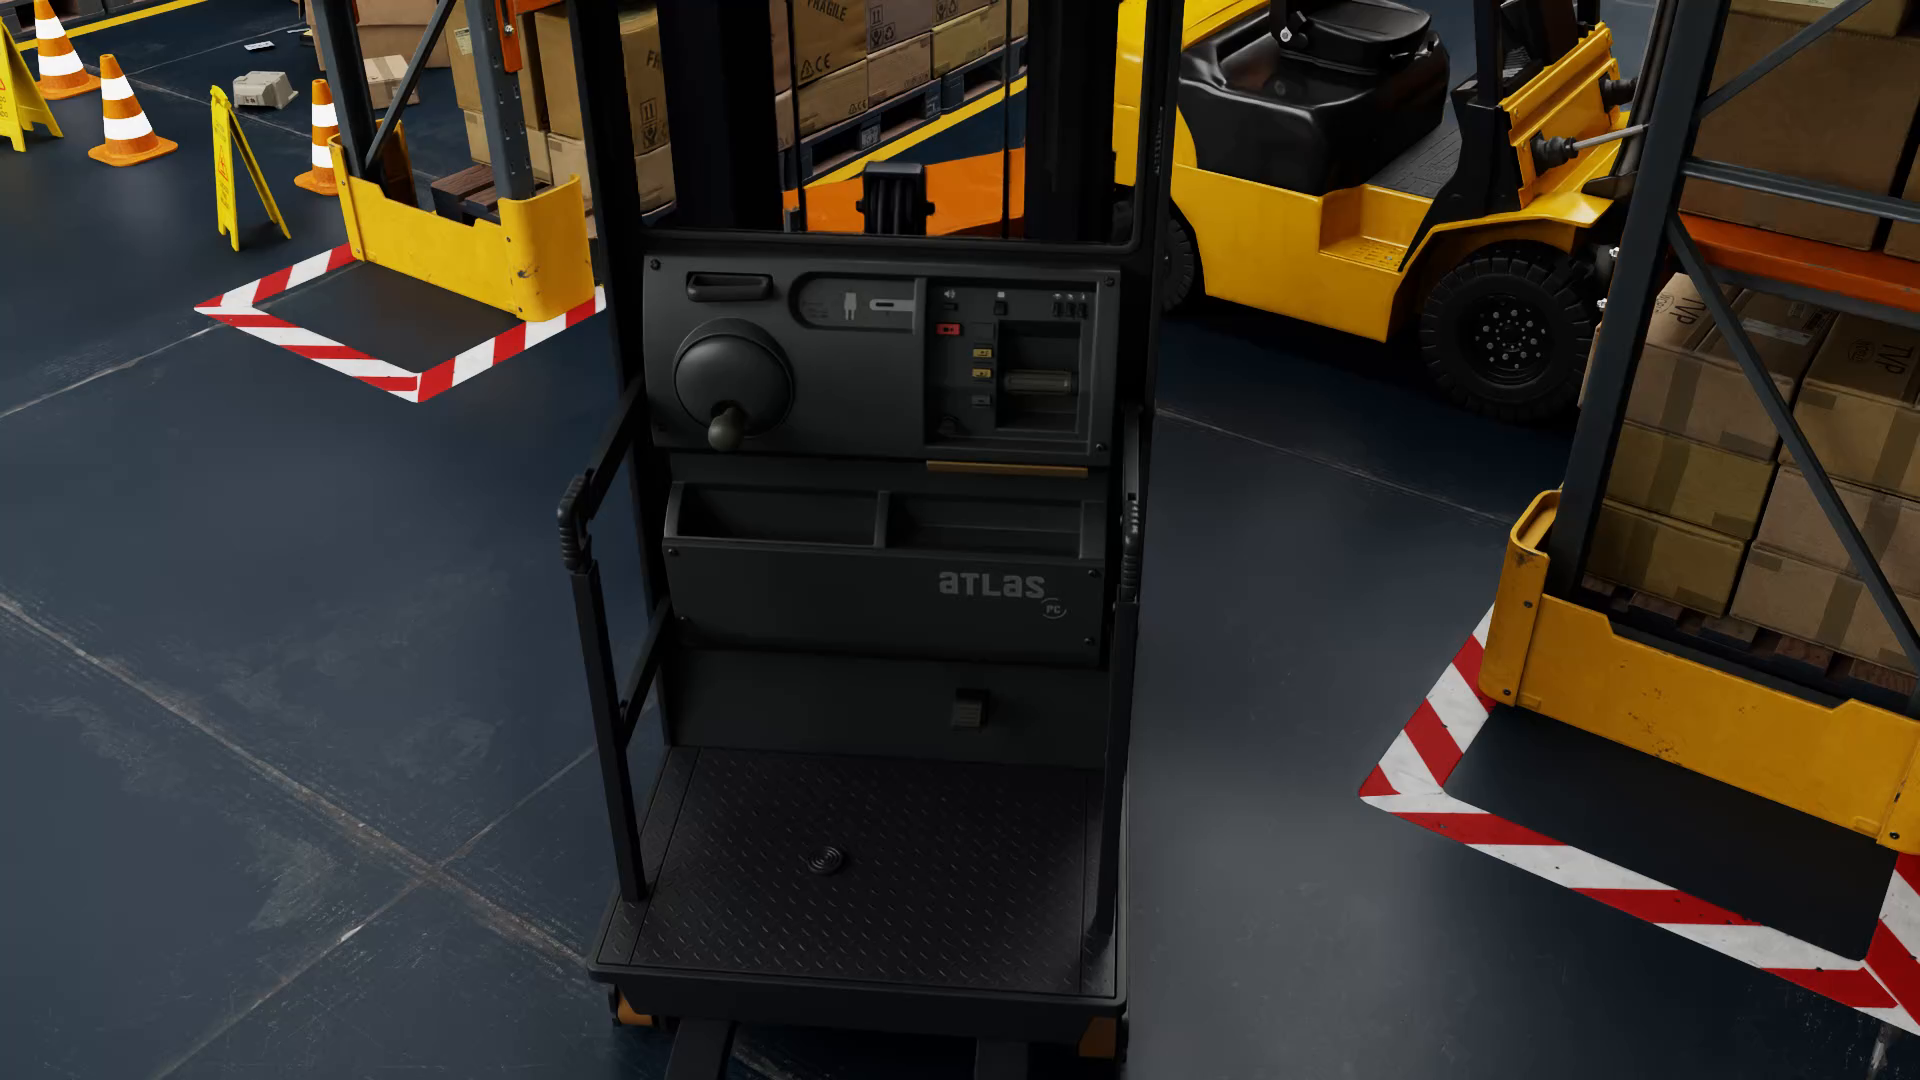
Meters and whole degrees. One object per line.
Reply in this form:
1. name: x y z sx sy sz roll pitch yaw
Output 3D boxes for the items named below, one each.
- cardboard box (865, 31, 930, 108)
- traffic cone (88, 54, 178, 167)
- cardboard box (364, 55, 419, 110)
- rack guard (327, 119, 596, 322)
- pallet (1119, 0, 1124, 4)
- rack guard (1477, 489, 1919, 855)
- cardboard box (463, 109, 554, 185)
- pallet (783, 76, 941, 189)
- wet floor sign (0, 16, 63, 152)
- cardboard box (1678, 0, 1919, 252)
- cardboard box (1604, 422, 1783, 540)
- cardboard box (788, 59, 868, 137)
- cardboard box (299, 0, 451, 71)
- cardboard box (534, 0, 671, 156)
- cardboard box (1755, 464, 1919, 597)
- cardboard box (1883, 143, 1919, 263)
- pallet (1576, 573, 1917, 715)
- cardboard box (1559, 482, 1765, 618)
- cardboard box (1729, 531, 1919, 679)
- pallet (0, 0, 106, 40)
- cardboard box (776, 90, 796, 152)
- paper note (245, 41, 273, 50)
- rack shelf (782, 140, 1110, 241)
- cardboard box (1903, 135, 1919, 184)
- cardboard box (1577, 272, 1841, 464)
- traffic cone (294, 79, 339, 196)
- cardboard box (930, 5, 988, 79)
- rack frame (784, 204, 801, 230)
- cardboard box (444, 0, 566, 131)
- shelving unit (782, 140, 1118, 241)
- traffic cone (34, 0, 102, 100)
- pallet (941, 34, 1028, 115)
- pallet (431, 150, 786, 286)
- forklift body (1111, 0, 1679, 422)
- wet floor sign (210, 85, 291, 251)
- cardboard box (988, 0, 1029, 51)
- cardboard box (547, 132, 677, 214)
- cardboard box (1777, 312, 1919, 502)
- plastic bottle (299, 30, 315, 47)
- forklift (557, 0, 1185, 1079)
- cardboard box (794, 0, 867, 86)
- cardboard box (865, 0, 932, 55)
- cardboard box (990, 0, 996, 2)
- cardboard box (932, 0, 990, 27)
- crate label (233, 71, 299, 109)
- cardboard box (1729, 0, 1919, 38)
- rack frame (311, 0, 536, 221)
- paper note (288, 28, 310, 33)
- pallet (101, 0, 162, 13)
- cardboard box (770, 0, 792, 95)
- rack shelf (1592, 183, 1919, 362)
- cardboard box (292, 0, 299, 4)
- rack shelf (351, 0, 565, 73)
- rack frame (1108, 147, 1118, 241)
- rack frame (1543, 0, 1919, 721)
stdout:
1. cardboard box: -0.491 -2.348 8.124 0.500 0.250 0.500 22 40 29
2. traffic cone: -3.987 -2.068 7.895 0.336 0.463 0.334 21 39 28
3. cardboard box: -2.979 -2.378 8.633 0.250 0.149 0.380 -15 37 -21
4. rack guard: -2.023 -1.310 6.741 1.175 0.500 0.348 21 39 28
5. pallet: 0.657 -3.355 10.023 1.003 0.211 1.213 21 39 28
6. rack guard: 1.999 0.320 4.331 1.175 0.500 0.348 21 39 28
7. cardboard box: -1.813 -1.815 7.335 0.500 0.250 0.500 21 39 28
8. pallet: -0.835 -2.112 8.185 1.003 0.211 1.213 21 39 28
9. wet floor sign: -4.581 -2.224 7.963 0.267 0.644 0.232 14 37 20
10. cardboard box: 2.078 -1.079 4.078 0.500 0.500 0.500 20 39 27
11. cardboard box: 2.034 -0.293 4.639 0.500 0.250 0.500 21 39 28
12. cardboard box: -0.782 -2.116 7.781 0.500 0.250 0.500 24 41 31
13. cardboard box: -3.145 -2.894 9.080 0.797 0.503 0.637 -3 34 -4
14. cardboard box: -1.367 -1.950 6.867 0.500 0.500 0.500 20 39 27
15. cardboard box: 2.452 -0.119 4.382 0.500 0.250 0.500 22 40 29
16. cardboard box: 2.524 -0.908 3.825 0.500 0.500 0.500 23 40 30
17. pallet: 2.415 0.063 4.969 1.003 0.211 1.213 21 39 28
18. cardboard box: 2.021 -0.079 4.769 0.500 0.250 0.500 22 40 28
19. cardboard box: 2.454 0.075 4.542 0.500 0.250 0.500 21 40 28
20. pallet: -5.799 -3.083 9.621 1.003 0.211 1.213 21 39 28
21. cardboard box: -1.082 -1.861 7.404 0.500 0.250 0.500 23 40 30
22. paper note: -3.926 -2.775 9.327 0.142 0.017 0.144 -22 40 -29
23. rack shelf: -0.109 -0.936 5.107 1.000 0.278 0.538 -15 37 -21
24. cardboard box: 2.381 -1.315 4.427 0.500 0.500 0.500 23 40 30
25. cardboard box: 2.019 -0.488 4.480 0.500 0.250 0.500 23 40 30
26. traffic cone: -2.881 -1.870 7.602 0.336 0.463 0.334 21 39 28
27. cardboard box: -0.198 -2.580 8.468 0.500 0.250 0.500 20 39 27
28. rack frame: -0.565 -0.568 5.086 0.032 1.125 0.500 -15 37 -21
29. cardboard box: -1.824 -2.108 7.100 0.500 0.500 0.500 22 40 28
30. shelving unit: -0.109 -0.693 5.271 1.048 1.125 0.538 -15 37 -21
31. traffic cone: -4.722 -2.585 8.660 0.336 0.463 0.334 21 39 28
32. pallet: -0.140 -2.676 9.019 1.003 0.211 1.213 21 39 28
33. pallet: -1.531 -1.553 7.358 1.003 0.211 1.213 21 39 28
34. forklift body: 1.596 -1.831 6.037 2.313 2.155 1.214 21 39 28
35. wet floor sign: -3.054 -1.590 7.025 0.232 0.644 0.267 -22 40 -29
36. cardboard box: 0.098 -2.829 8.835 0.500 0.250 0.500 23 40 30
37. cardboard box: -1.380 -1.629 7.060 0.500 0.250 0.500 21 39 28
38. cardboard box: 2.443 -0.337 4.257 0.500 0.250 0.500 21 39 28
39. plastic bottle: -3.616 -2.878 9.451 0.133 0.061 0.283 8 35 12
40. forklift: -0.173 -0.295 3.070 1.130 2.935 3.031 3 34 4
41. cardboard box: -0.779 -2.421 7.562 0.500 0.500 0.500 22 40 29
42. cardboard box: -0.481 -2.669 7.930 0.500 0.500 0.500 24 41 31
43. cardboard box: 0.097 -3.139 8.624 0.500 0.500 0.500 21 39 28
44. cardboard box: -0.191 -2.904 8.277 0.500 0.500 0.500 22 40 29
45. crate label: -3.590 -2.314 8.550 0.250 0.136 0.298 3 34 4
46. cardboard box: 1.981 -1.286 3.806 0.380 0.149 0.250 22 40 29
47. rack frame: -2.067 -2.311 5.989 1.000 3.000 0.127 21 39 28
48. paper note: -3.810 -2.937 9.584 0.123 0.001 0.032 -15 37 -21
49. pallet: -5.103 -3.642 10.447 1.003 0.211 1.213 21 39 28
50. cardboard box: -1.072 -2.192 7.224 0.500 0.500 0.500 20 39 27
51. rack shelf: 3.153 -1.349 5.210 1.077 0.370 4.000 21 39 28
52. cardboard box: -3.952 -3.609 10.139 0.500 0.500 0.500 29 44 36
53. rack shelf: -0.926 -2.933 7.552 1.077 0.370 4.000 21 39 28
54. rack frame: 0.348 -0.819 5.457 0.032 1.125 0.500 -15 37 -21
55. rack frame: 2.013 -0.727 3.647 1.000 3.000 0.127 21 39 28
